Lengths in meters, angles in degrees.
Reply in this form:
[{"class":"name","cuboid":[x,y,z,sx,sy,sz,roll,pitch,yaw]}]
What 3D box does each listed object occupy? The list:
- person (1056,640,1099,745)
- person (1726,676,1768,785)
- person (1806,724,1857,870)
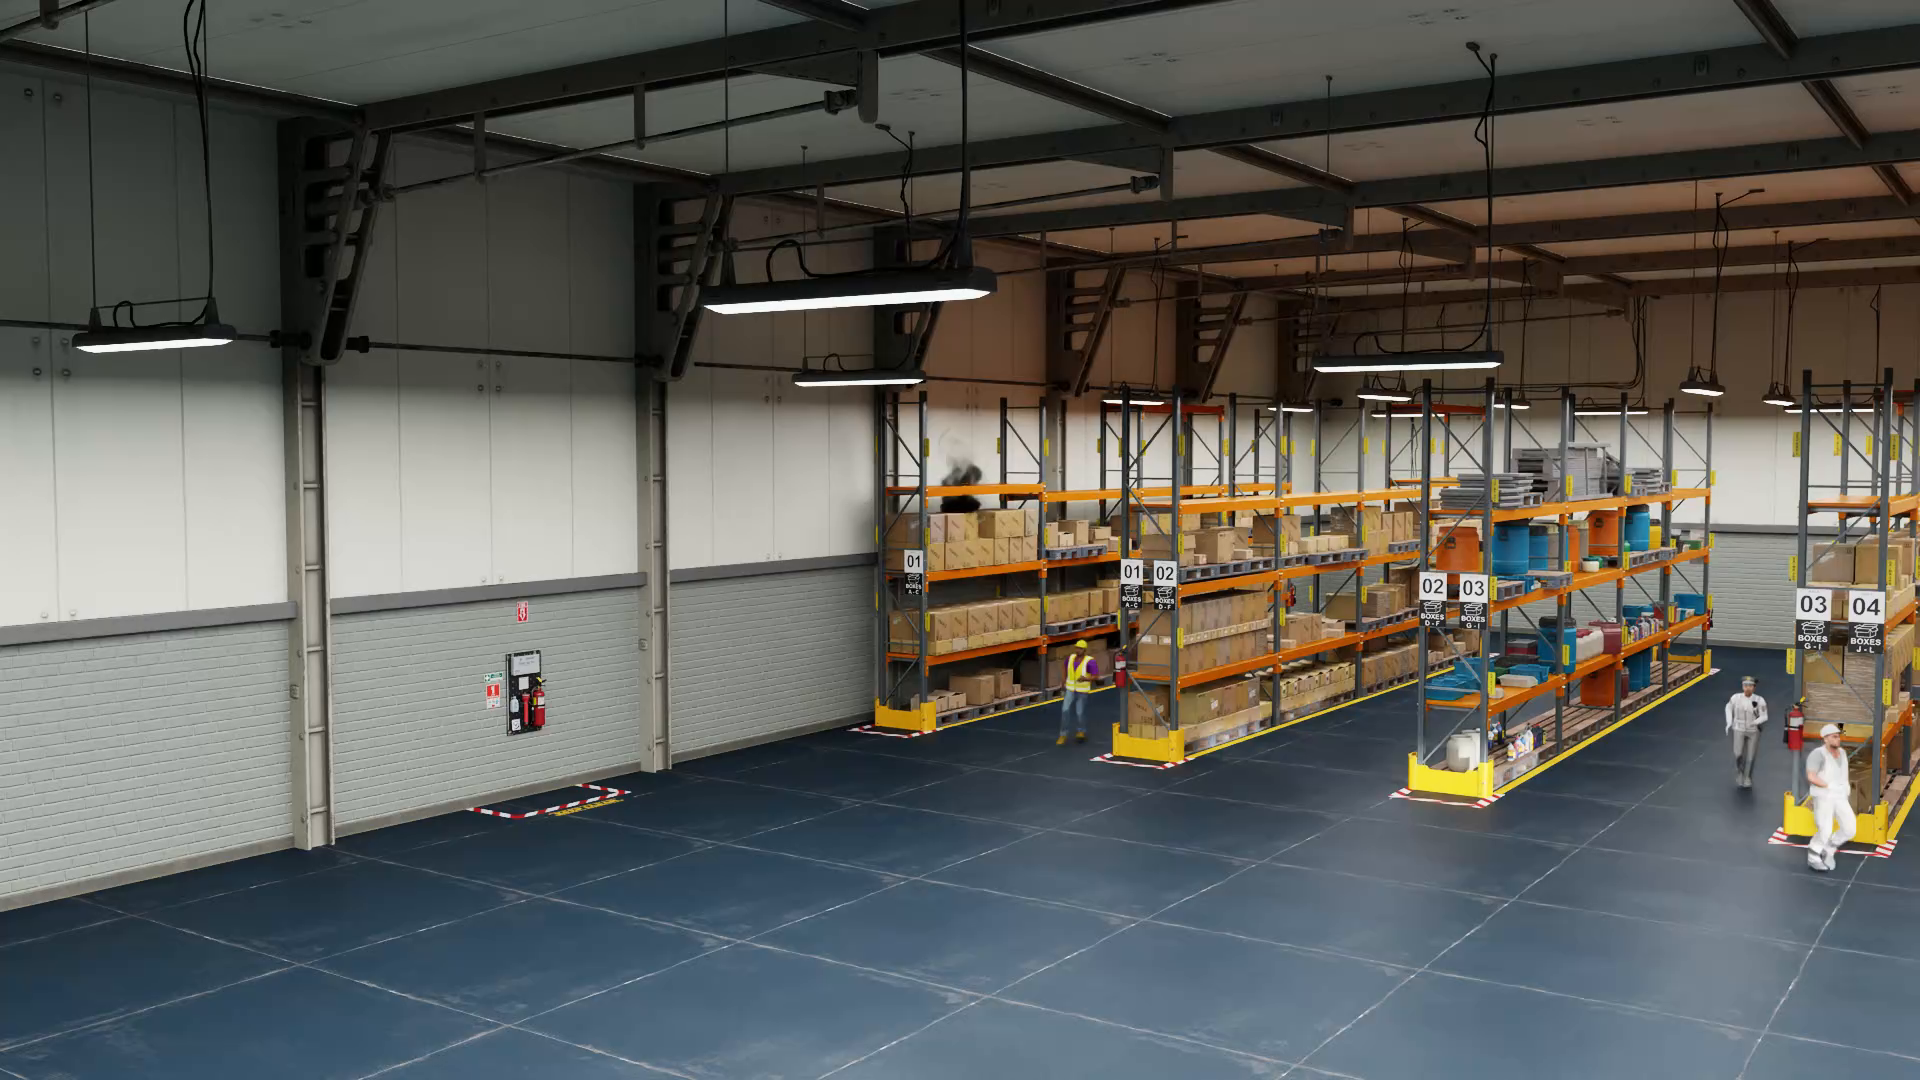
[{"class":"person","cuboid":[2.026,2.578,28.154,0.696,1.803,0.771,1,3,22]},{"class":"person","cuboid":[11.521,2.806,24.380,0.583,1.647,0.692,2,4,28]},{"class":"person","cuboid":[10.252,3.030,19.494,0.686,1.743,0.622,-1,3,-15]}]
